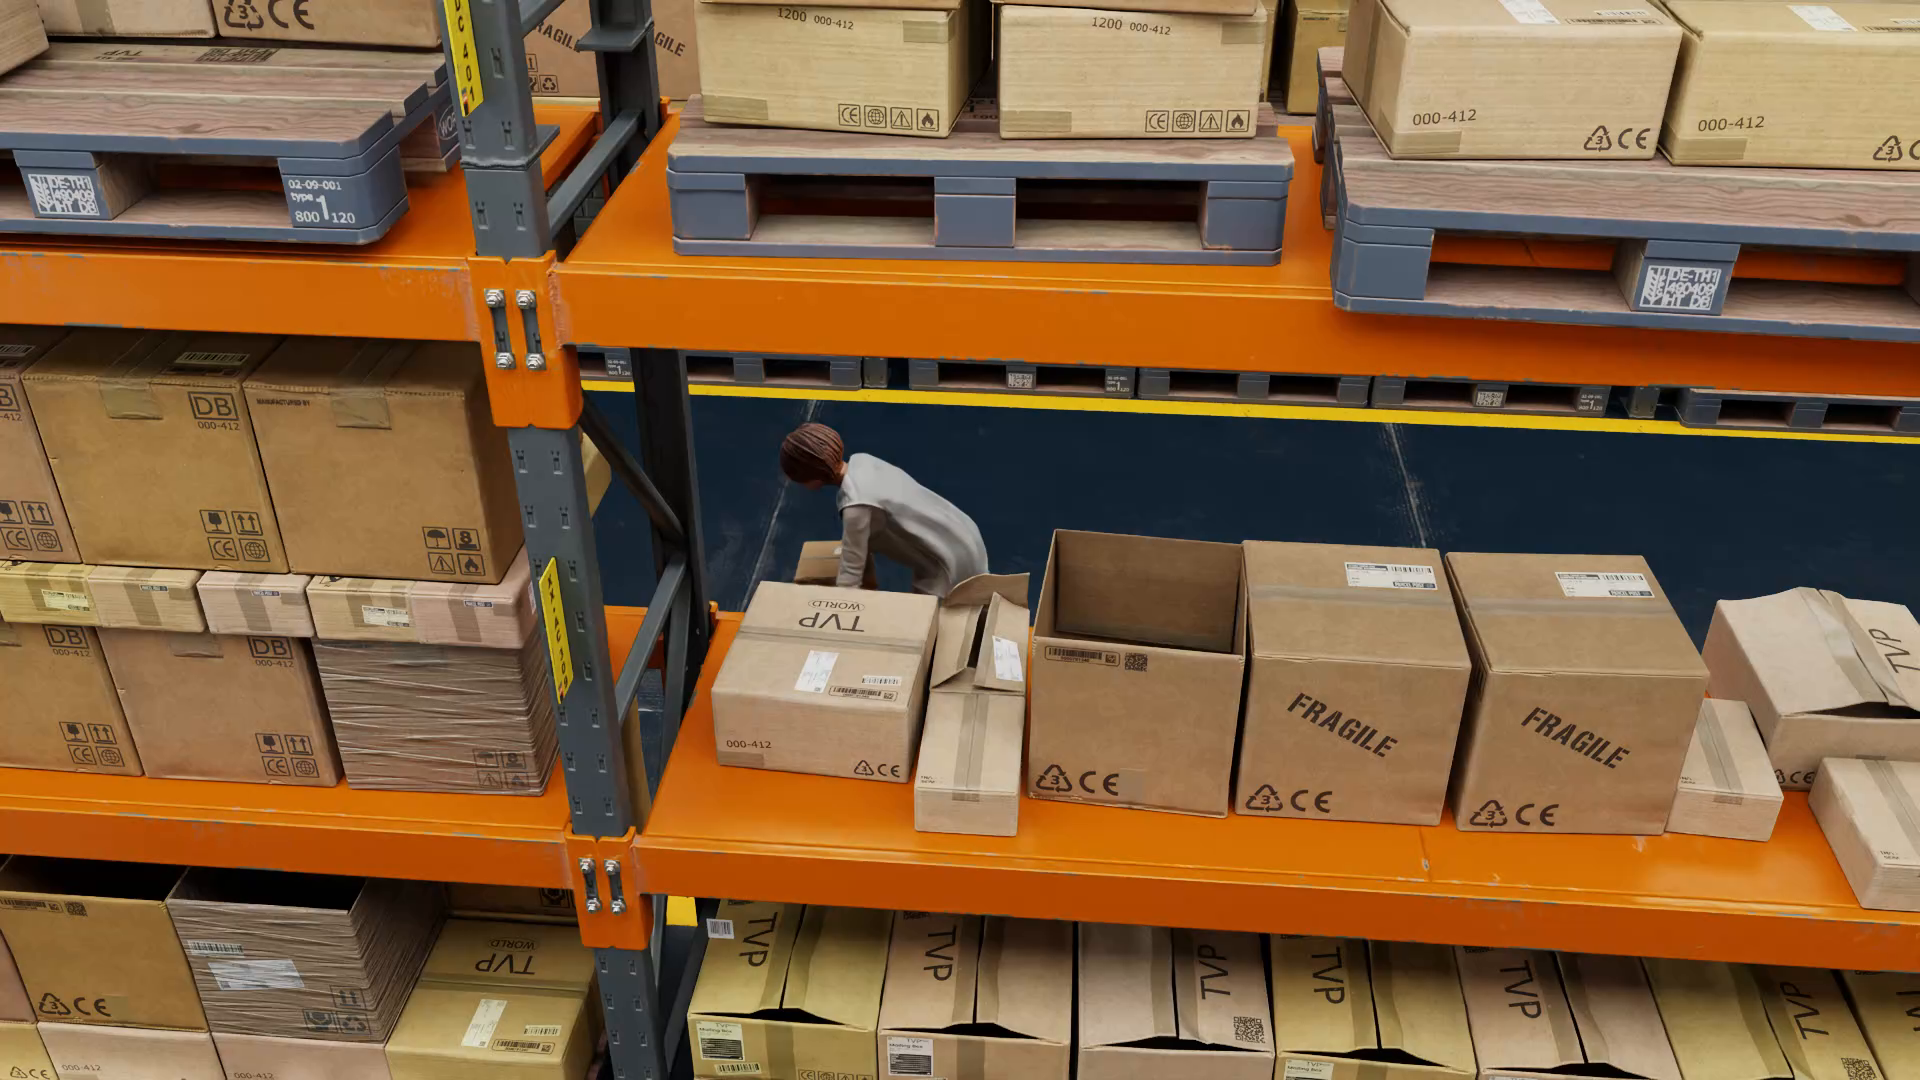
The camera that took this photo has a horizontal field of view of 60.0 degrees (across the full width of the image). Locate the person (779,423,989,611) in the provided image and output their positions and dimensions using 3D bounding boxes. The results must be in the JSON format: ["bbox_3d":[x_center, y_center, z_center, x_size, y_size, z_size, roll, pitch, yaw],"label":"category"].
[{"bbox_3d":[-0.260,0.195,6.053,0.728,1.373,0.381,1,32,2],"label":"person"}]
